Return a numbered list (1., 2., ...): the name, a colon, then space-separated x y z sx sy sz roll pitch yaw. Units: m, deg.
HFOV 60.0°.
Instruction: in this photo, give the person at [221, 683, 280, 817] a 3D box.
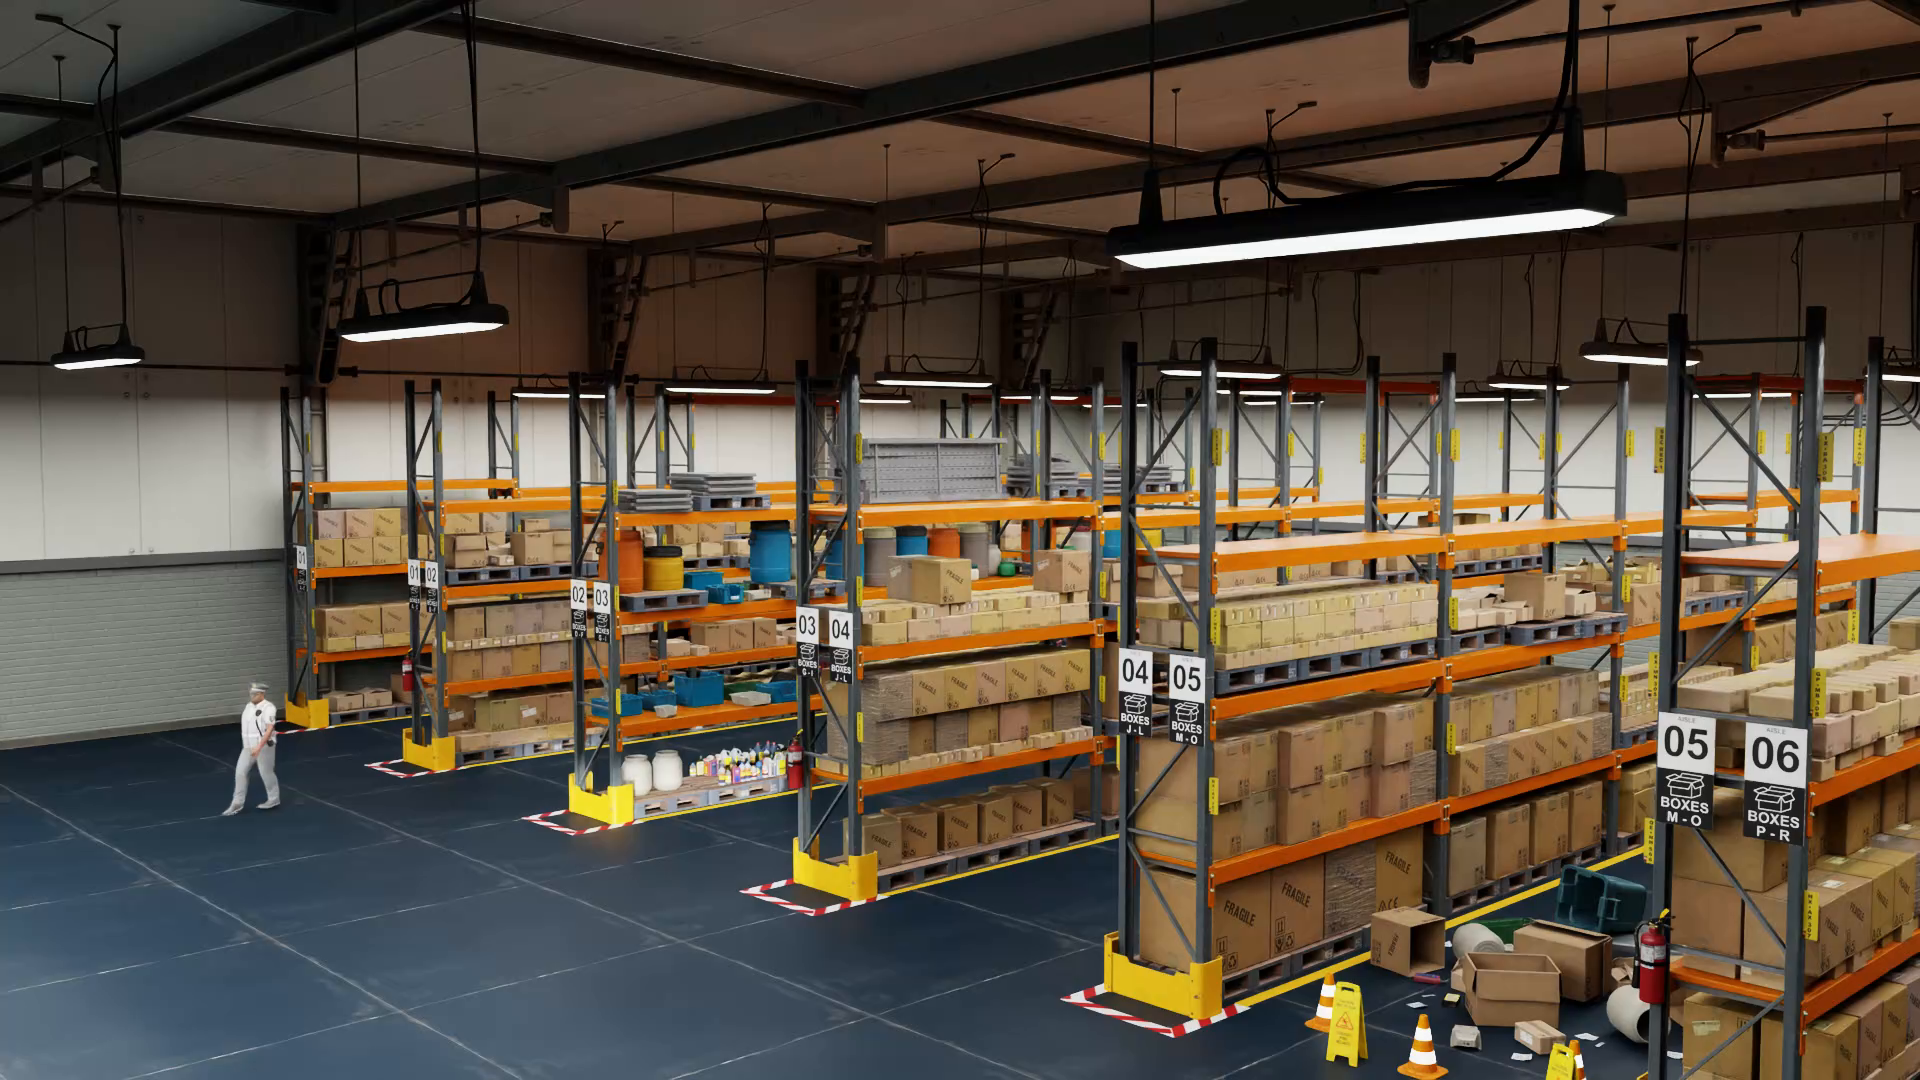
1. person: -9.648 2.845 22.693 0.561 1.790 0.730 1 4 19
